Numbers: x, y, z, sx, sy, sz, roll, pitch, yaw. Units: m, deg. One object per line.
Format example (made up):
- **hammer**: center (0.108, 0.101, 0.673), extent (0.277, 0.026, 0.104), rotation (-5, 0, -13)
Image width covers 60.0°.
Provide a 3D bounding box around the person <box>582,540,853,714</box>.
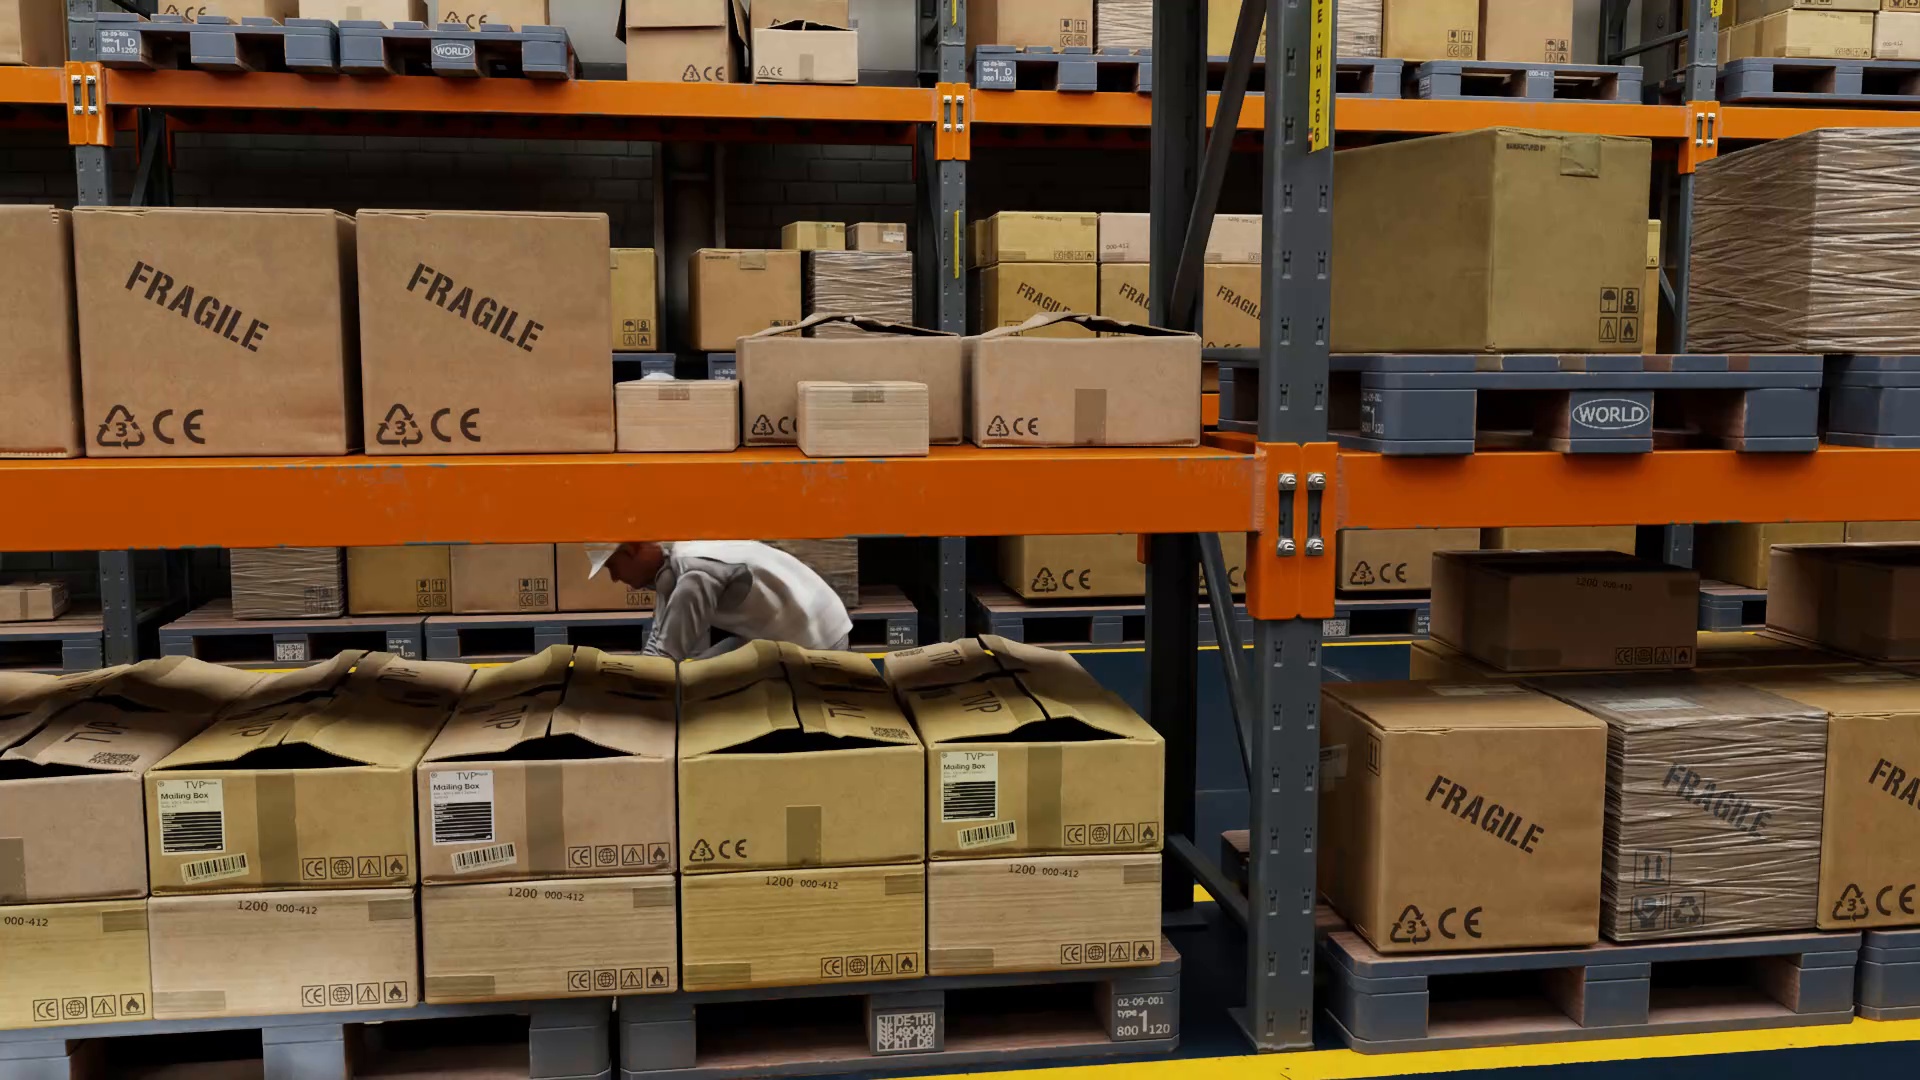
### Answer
- **person**: center (-0.816, 0.371, 5.657), extent (0.897, 1.026, 0.546), rotation (-1, 7, -9)
